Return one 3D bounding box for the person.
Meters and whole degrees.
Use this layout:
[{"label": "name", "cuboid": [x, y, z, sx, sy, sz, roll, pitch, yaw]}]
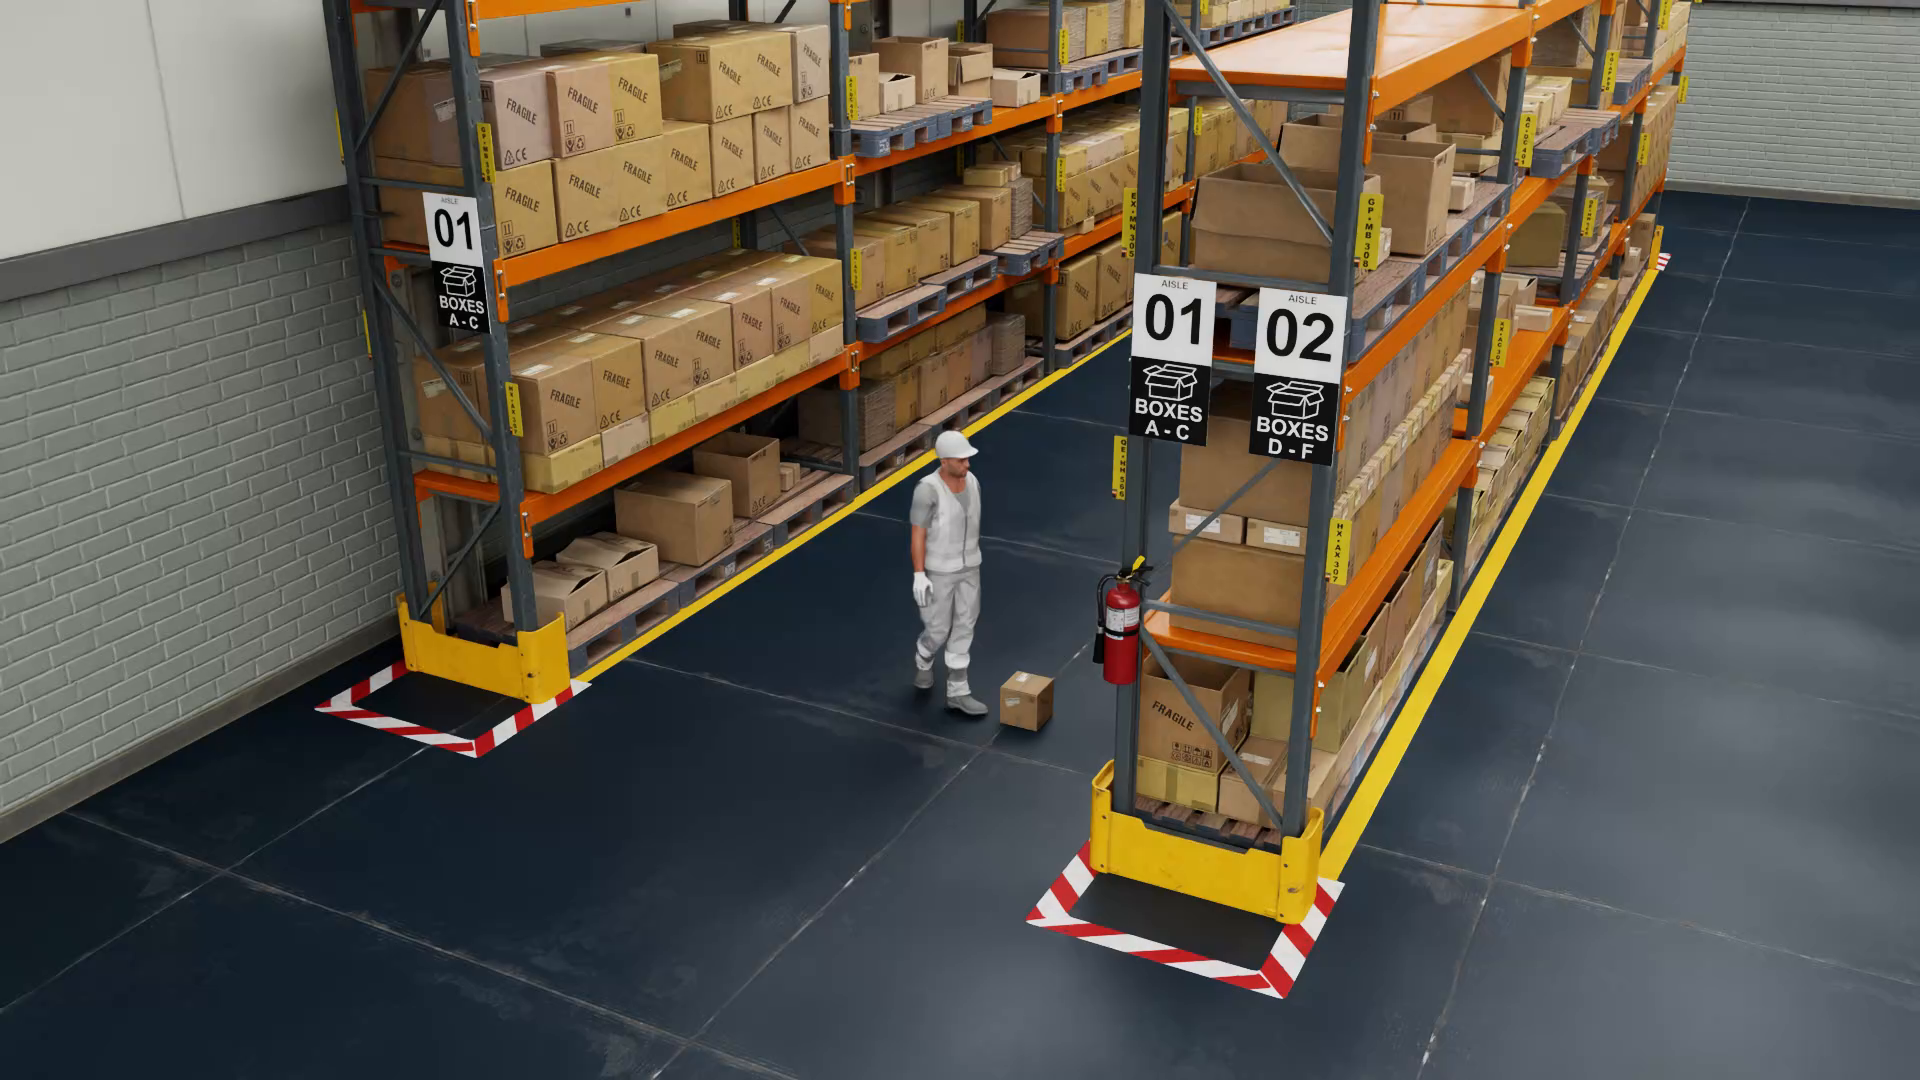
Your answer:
[{"label": "person", "cuboid": [-0.070, 0.192, 10.229, 0.618, 1.781, 0.656, -16, 28, -34]}]
